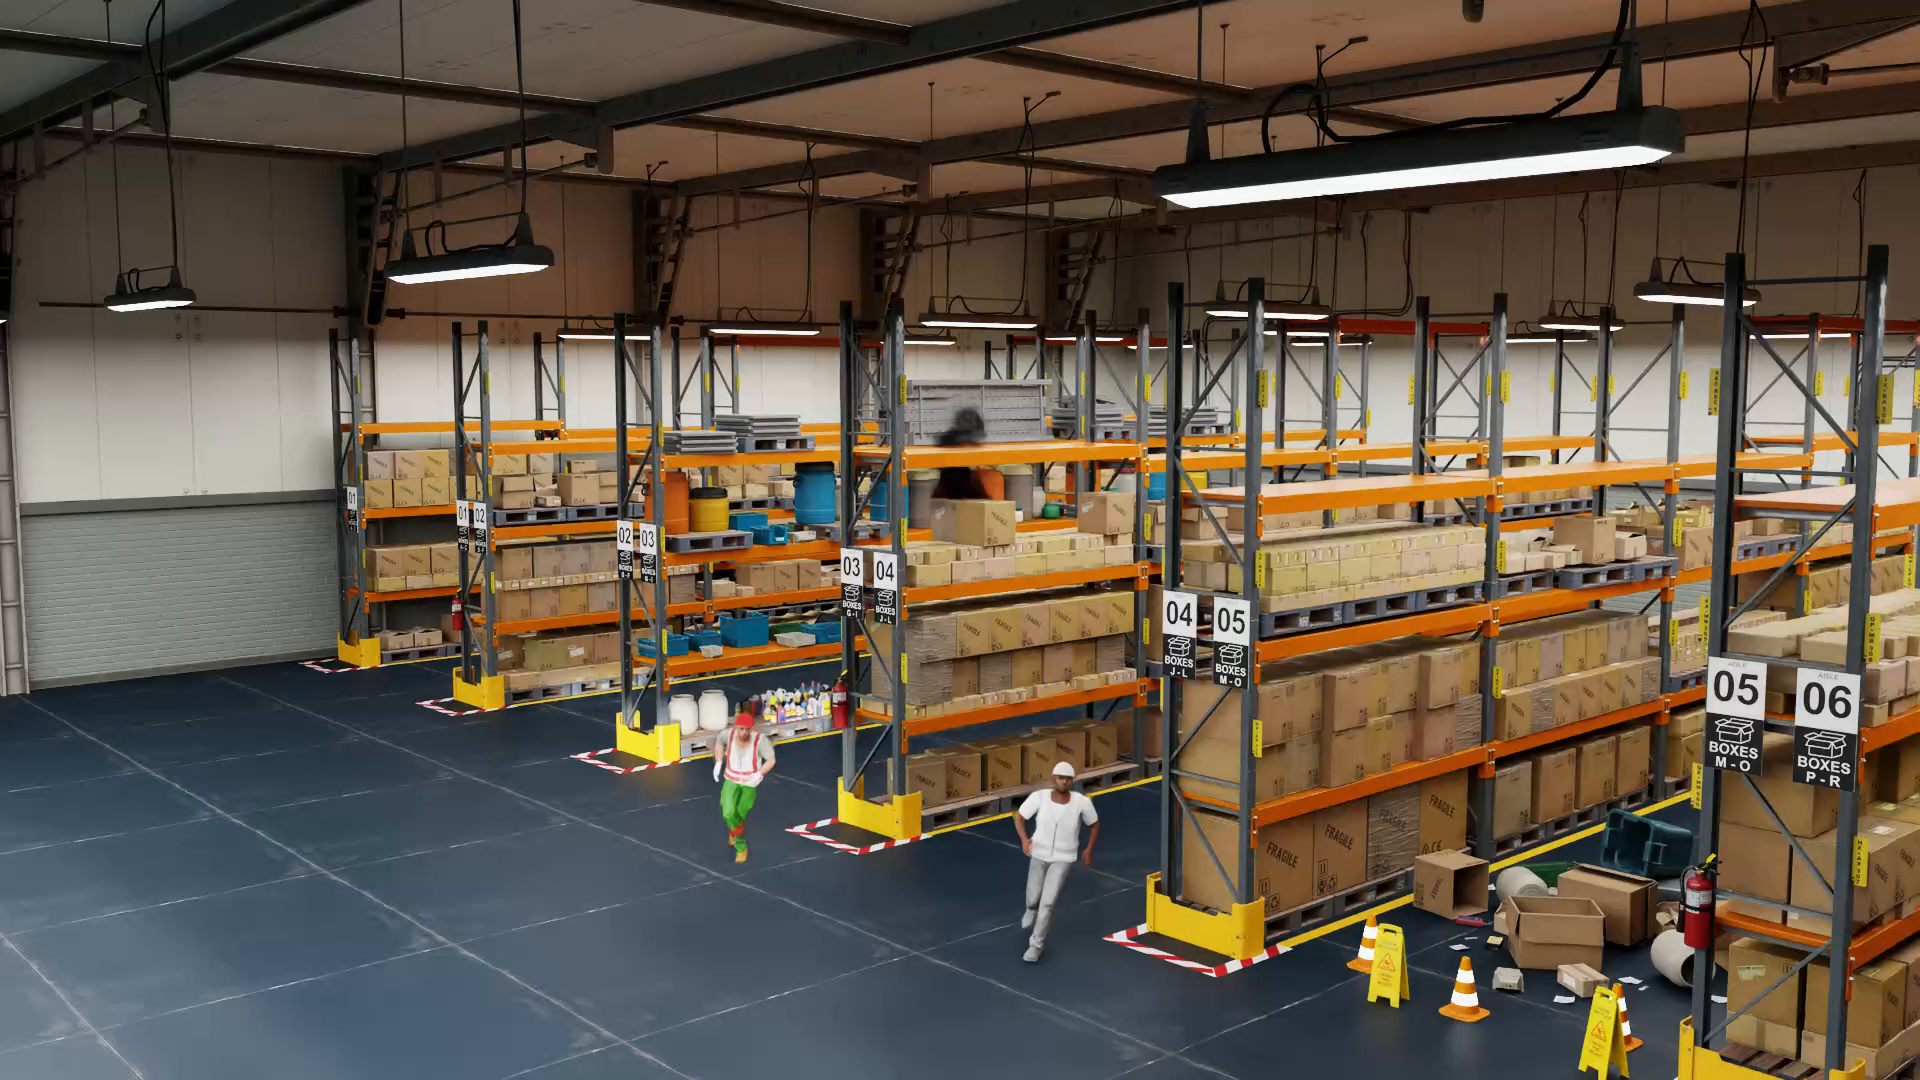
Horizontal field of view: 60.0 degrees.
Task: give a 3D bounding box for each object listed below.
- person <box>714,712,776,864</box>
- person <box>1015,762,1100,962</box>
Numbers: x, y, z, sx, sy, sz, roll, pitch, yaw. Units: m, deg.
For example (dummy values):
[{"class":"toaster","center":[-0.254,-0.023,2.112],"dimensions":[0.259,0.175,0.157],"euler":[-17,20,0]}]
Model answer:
[{"class":"person","center":[-2.300,2.623,17.889],"dimensions":[0.670,1.695,0.998],"euler":[0,6,0]},{"class":"person","center":[0.857,2.839,14.905],"dimensions":[0.764,1.718,0.868],"euler":[1,6,8]}]
